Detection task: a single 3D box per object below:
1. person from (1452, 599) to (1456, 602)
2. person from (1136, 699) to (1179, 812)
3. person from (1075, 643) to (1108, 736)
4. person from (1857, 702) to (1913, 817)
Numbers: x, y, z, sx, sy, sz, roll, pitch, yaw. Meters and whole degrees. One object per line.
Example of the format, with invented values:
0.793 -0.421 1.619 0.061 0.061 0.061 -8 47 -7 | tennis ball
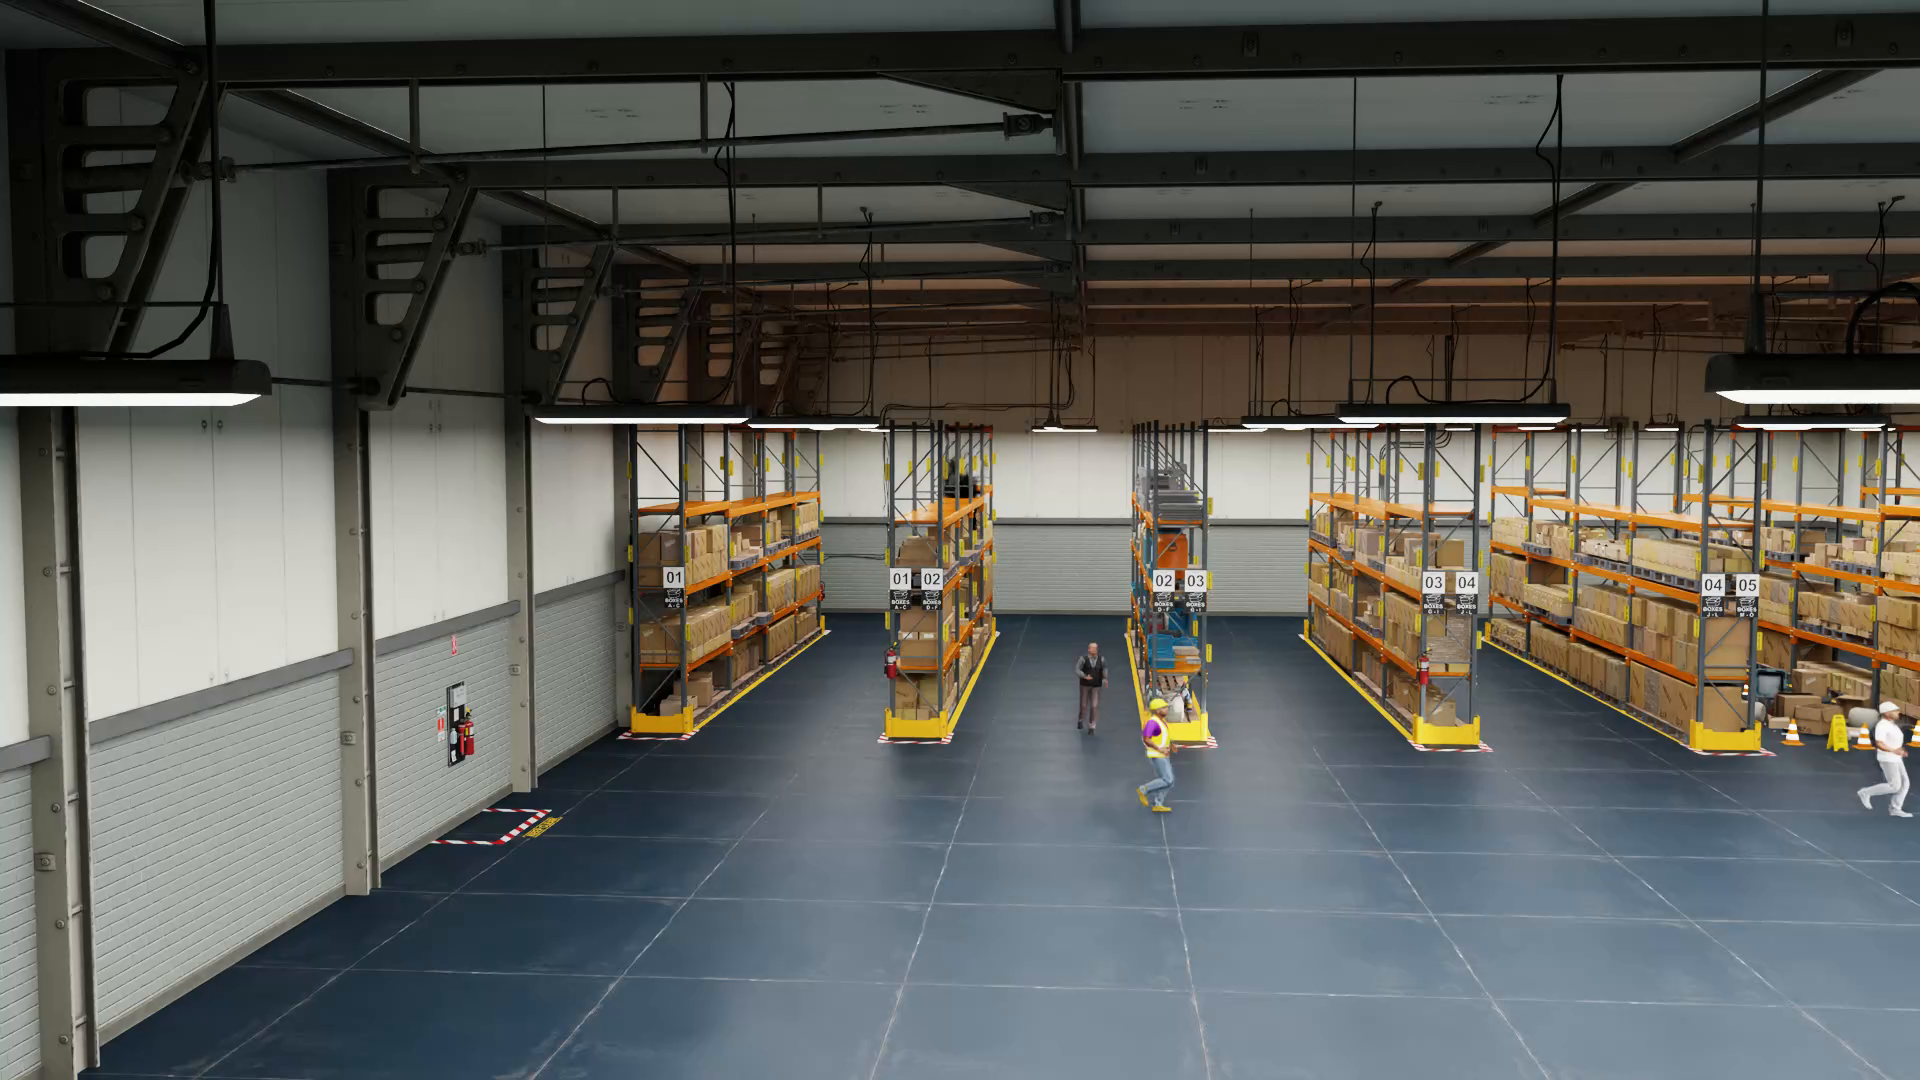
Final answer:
13.402 1.925 46.574 0.806 1.694 0.780 -2 4 -33 | person
2.991 3.265 25.224 0.577 1.724 0.678 1 4 21 | person
2.531 2.863 31.934 0.675 1.791 0.722 0 4 -2 | person
13.909 3.282 24.944 0.730 1.724 0.707 3 5 39 | person
